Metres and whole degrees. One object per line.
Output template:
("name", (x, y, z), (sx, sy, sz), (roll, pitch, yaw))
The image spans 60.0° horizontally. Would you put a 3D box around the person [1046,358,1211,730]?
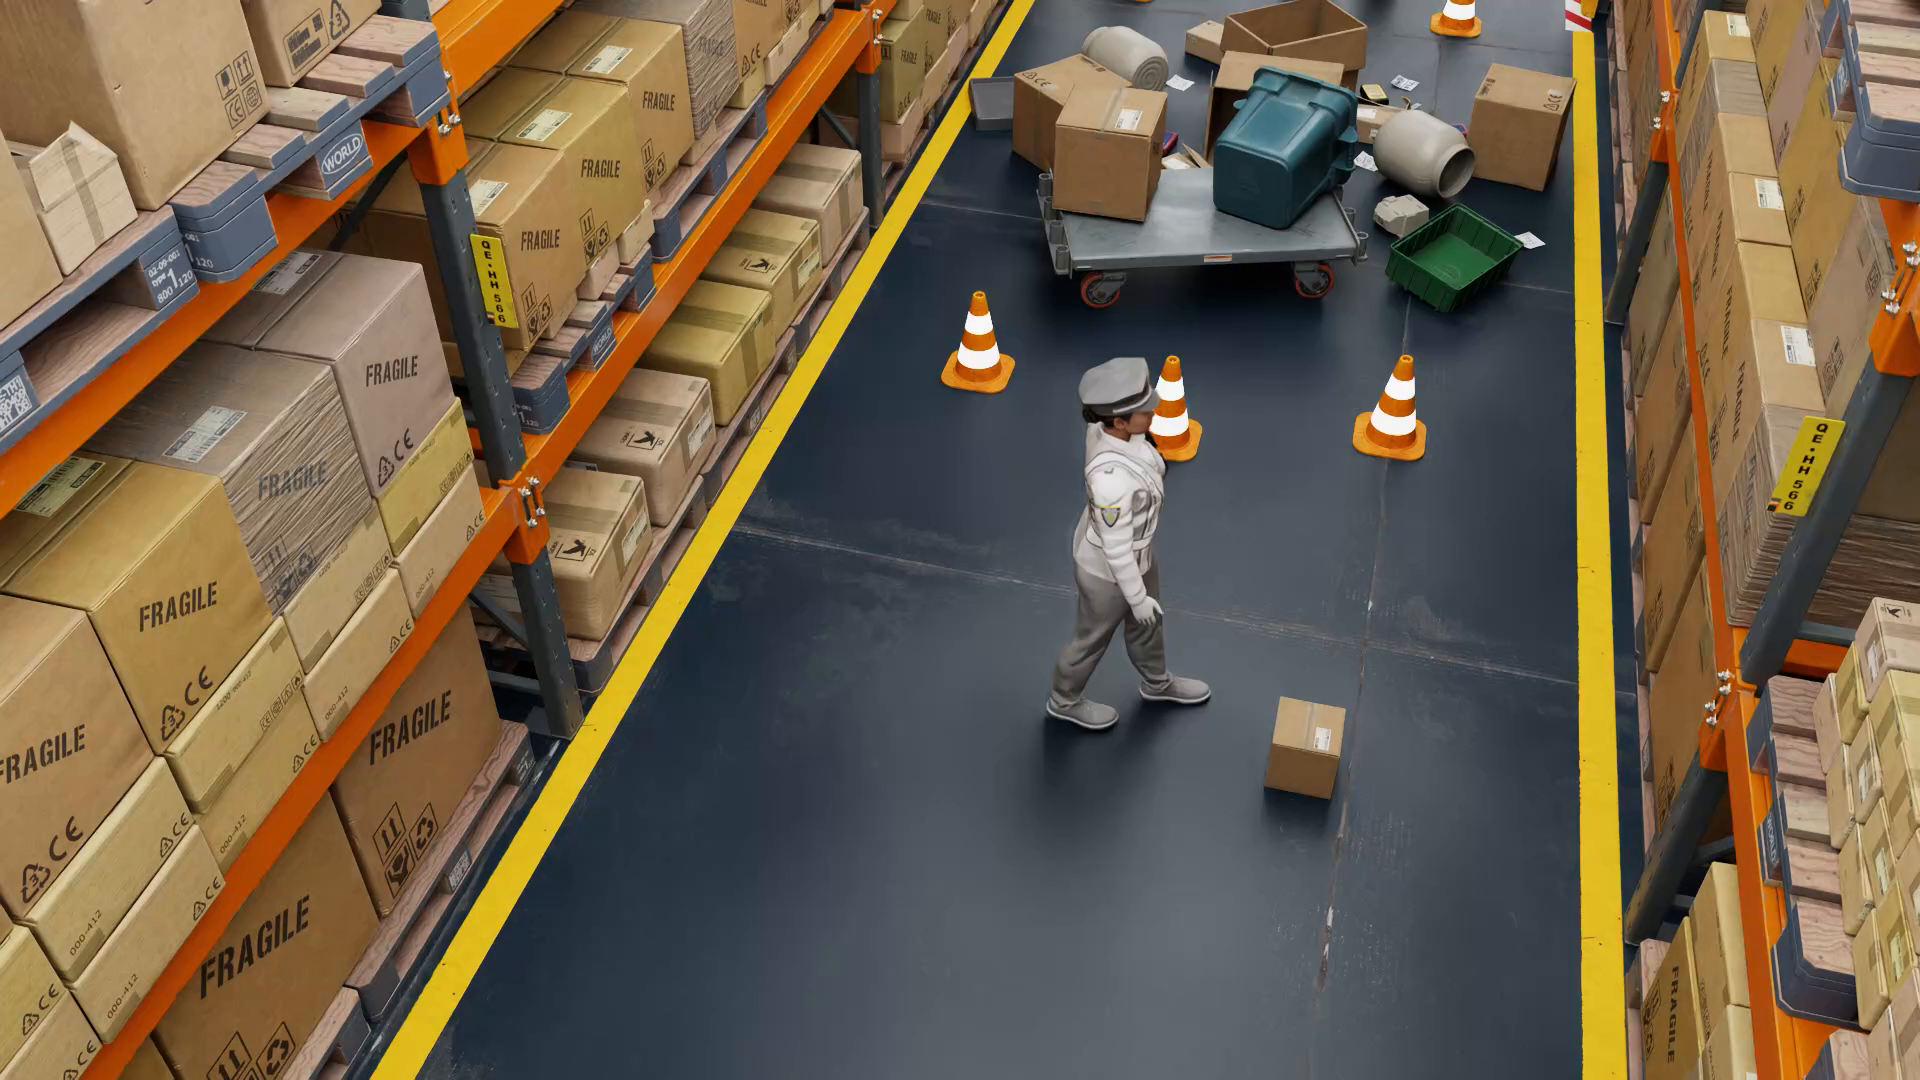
("person", (0.662, 0.075, 6.037), (0.642, 1.682, 0.503), (6, 42, 7))
